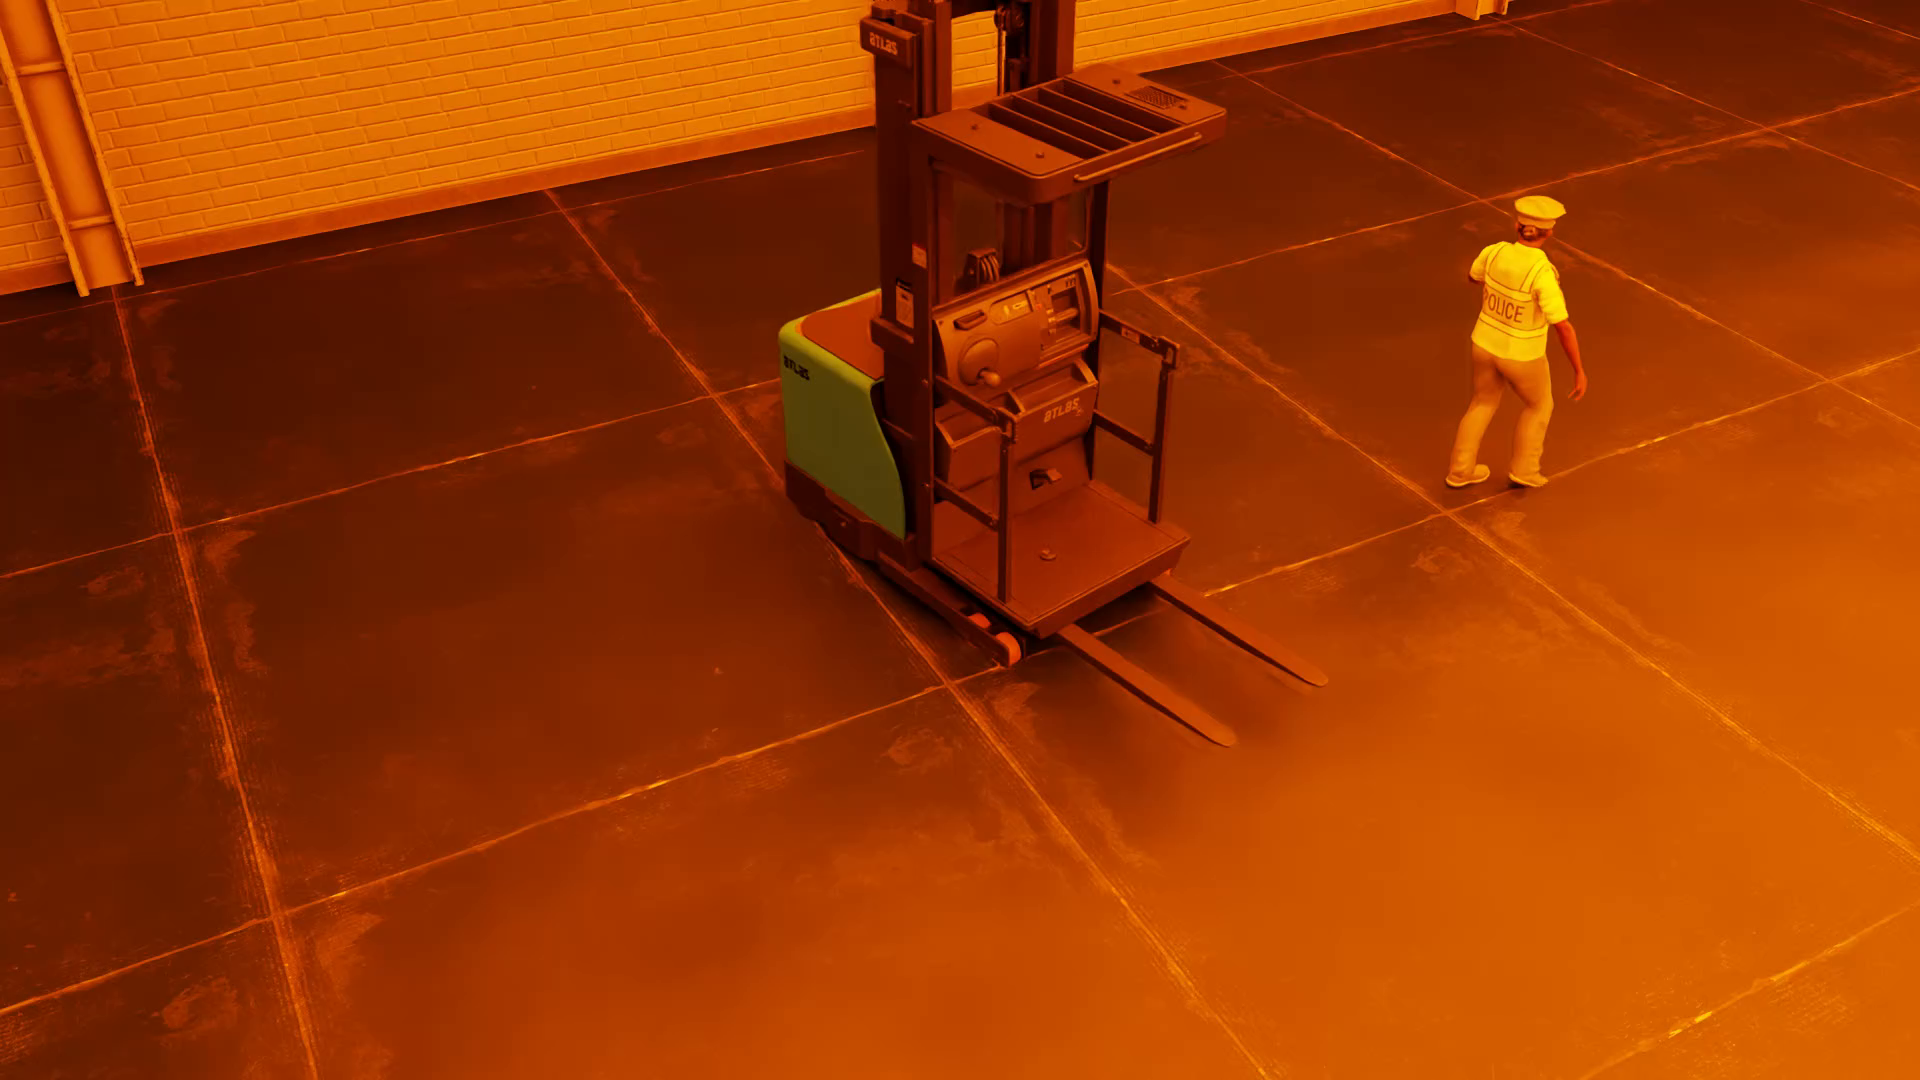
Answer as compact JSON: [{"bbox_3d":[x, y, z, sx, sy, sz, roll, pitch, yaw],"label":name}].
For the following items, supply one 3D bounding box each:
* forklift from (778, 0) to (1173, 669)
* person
[{"bbox_3d":[0.406,-0.928,7.435,1.130,2.935,3.031,-26,43,-32],"label":"forklift"},{"bbox_3d":[2.883,-1.021,8.632,0.442,1.565,0.617,-21,40,-27],"label":"person"}]
